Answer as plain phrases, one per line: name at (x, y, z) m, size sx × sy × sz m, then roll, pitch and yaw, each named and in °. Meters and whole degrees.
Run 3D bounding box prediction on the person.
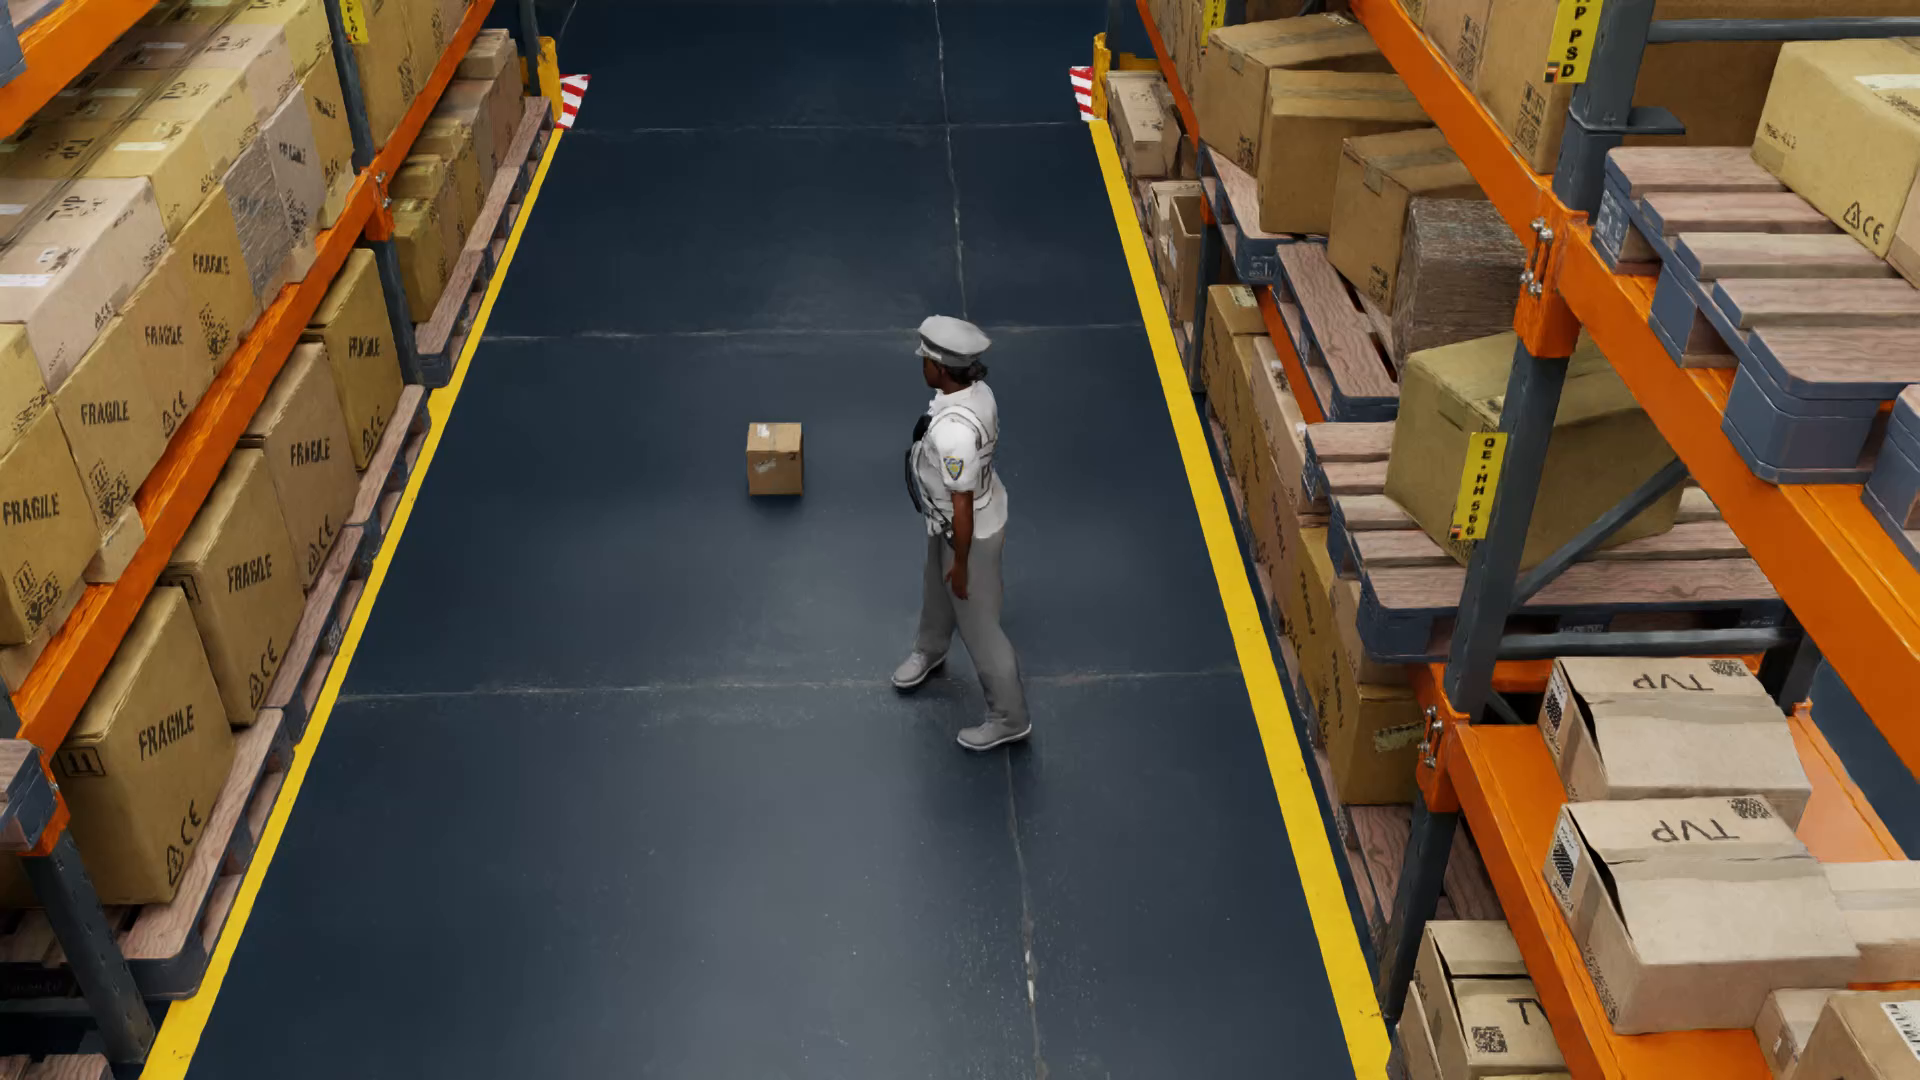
person at (0.001, -0.021, 6.185) m, size 0.562 × 1.669 × 0.580 m, roll 2°, pitch 36°, yaw 3°
